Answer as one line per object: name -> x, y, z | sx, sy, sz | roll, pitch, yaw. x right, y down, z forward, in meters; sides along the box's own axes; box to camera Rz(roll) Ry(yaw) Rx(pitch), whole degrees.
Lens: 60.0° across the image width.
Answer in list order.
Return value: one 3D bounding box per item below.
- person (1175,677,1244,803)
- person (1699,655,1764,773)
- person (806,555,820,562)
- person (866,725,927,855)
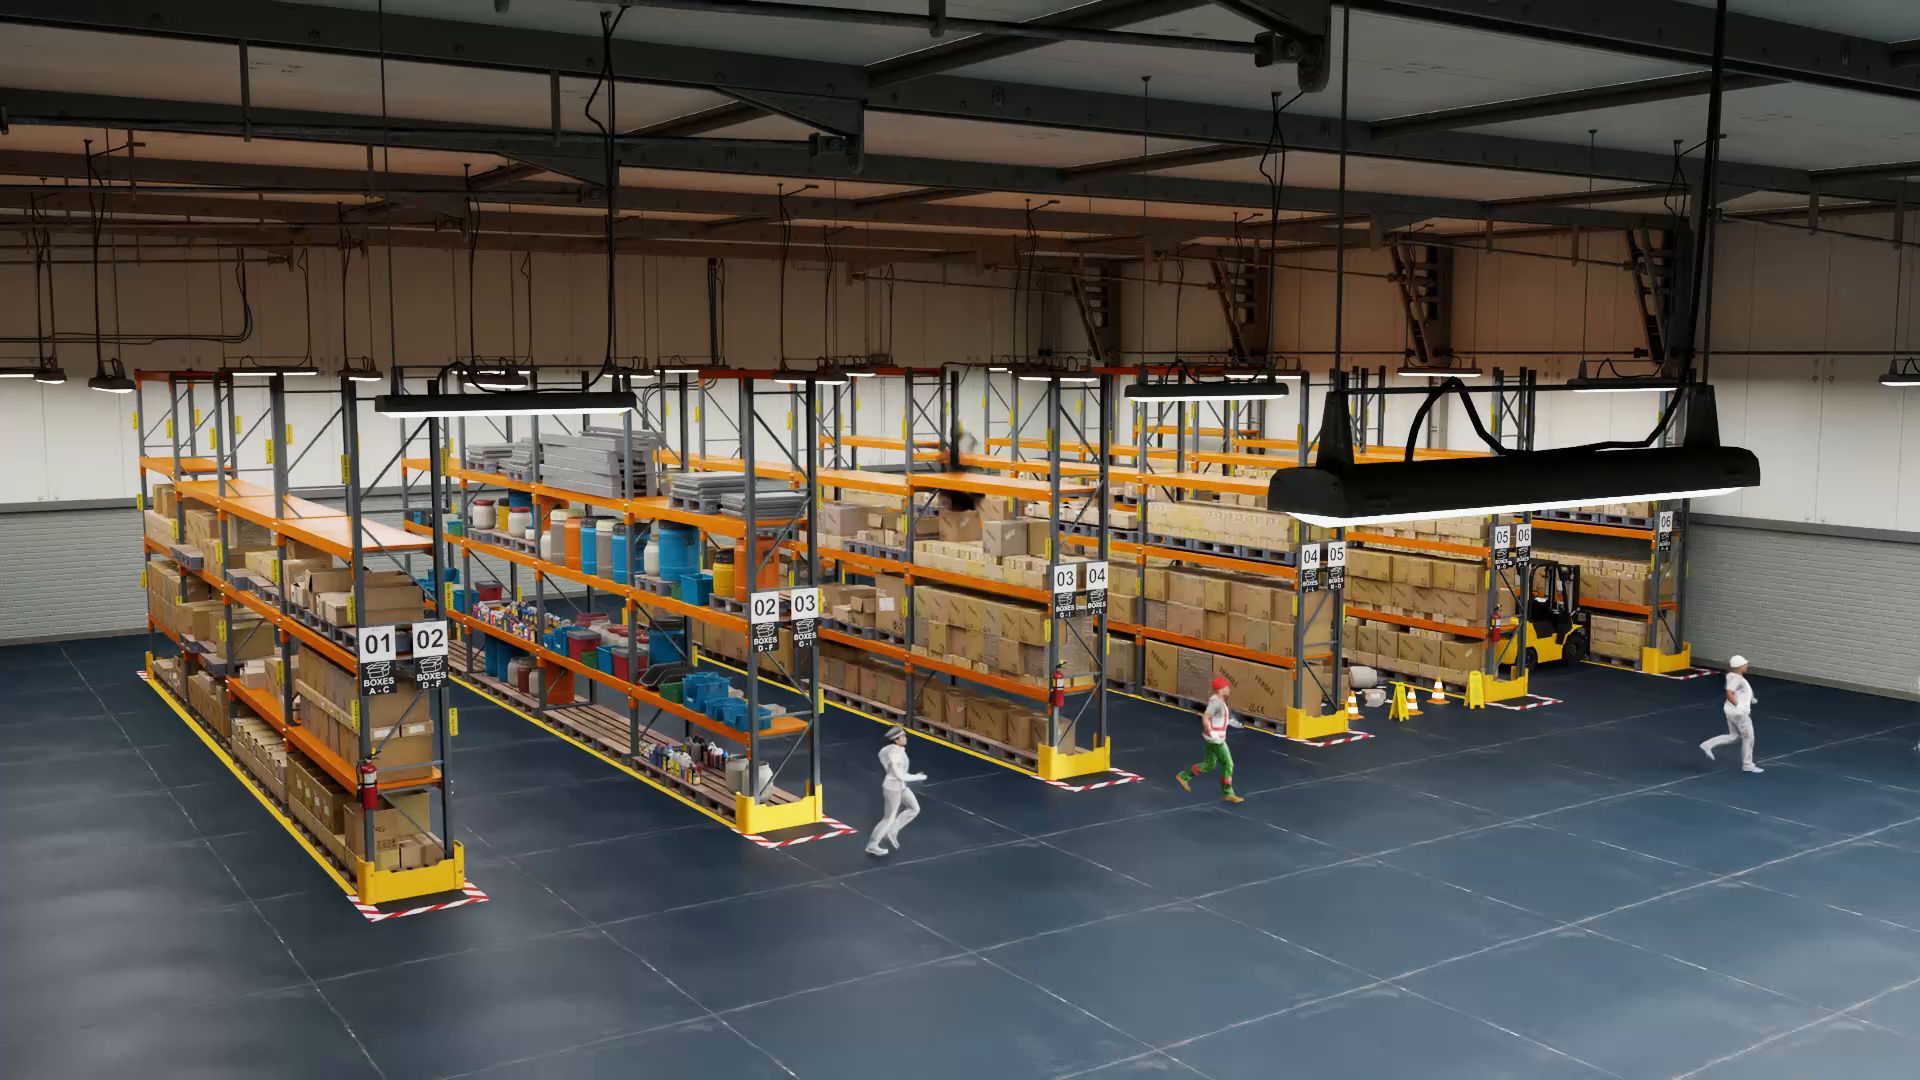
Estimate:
person -> 3.527, 2.810, 23.431 | 0.968, 1.772, 0.627 | 0, 6, 4
person -> 11.708, 2.626, 25.142 | 0.912, 1.781, 0.682 | 1, 7, 11
person -> -3.614, 0.843, 41.612 | 0.603, 1.651, 0.797 | 5, 8, 40
person -> -0.801, 3.129, 20.986 | 0.777, 1.652, 0.633 | 0, 6, 2
